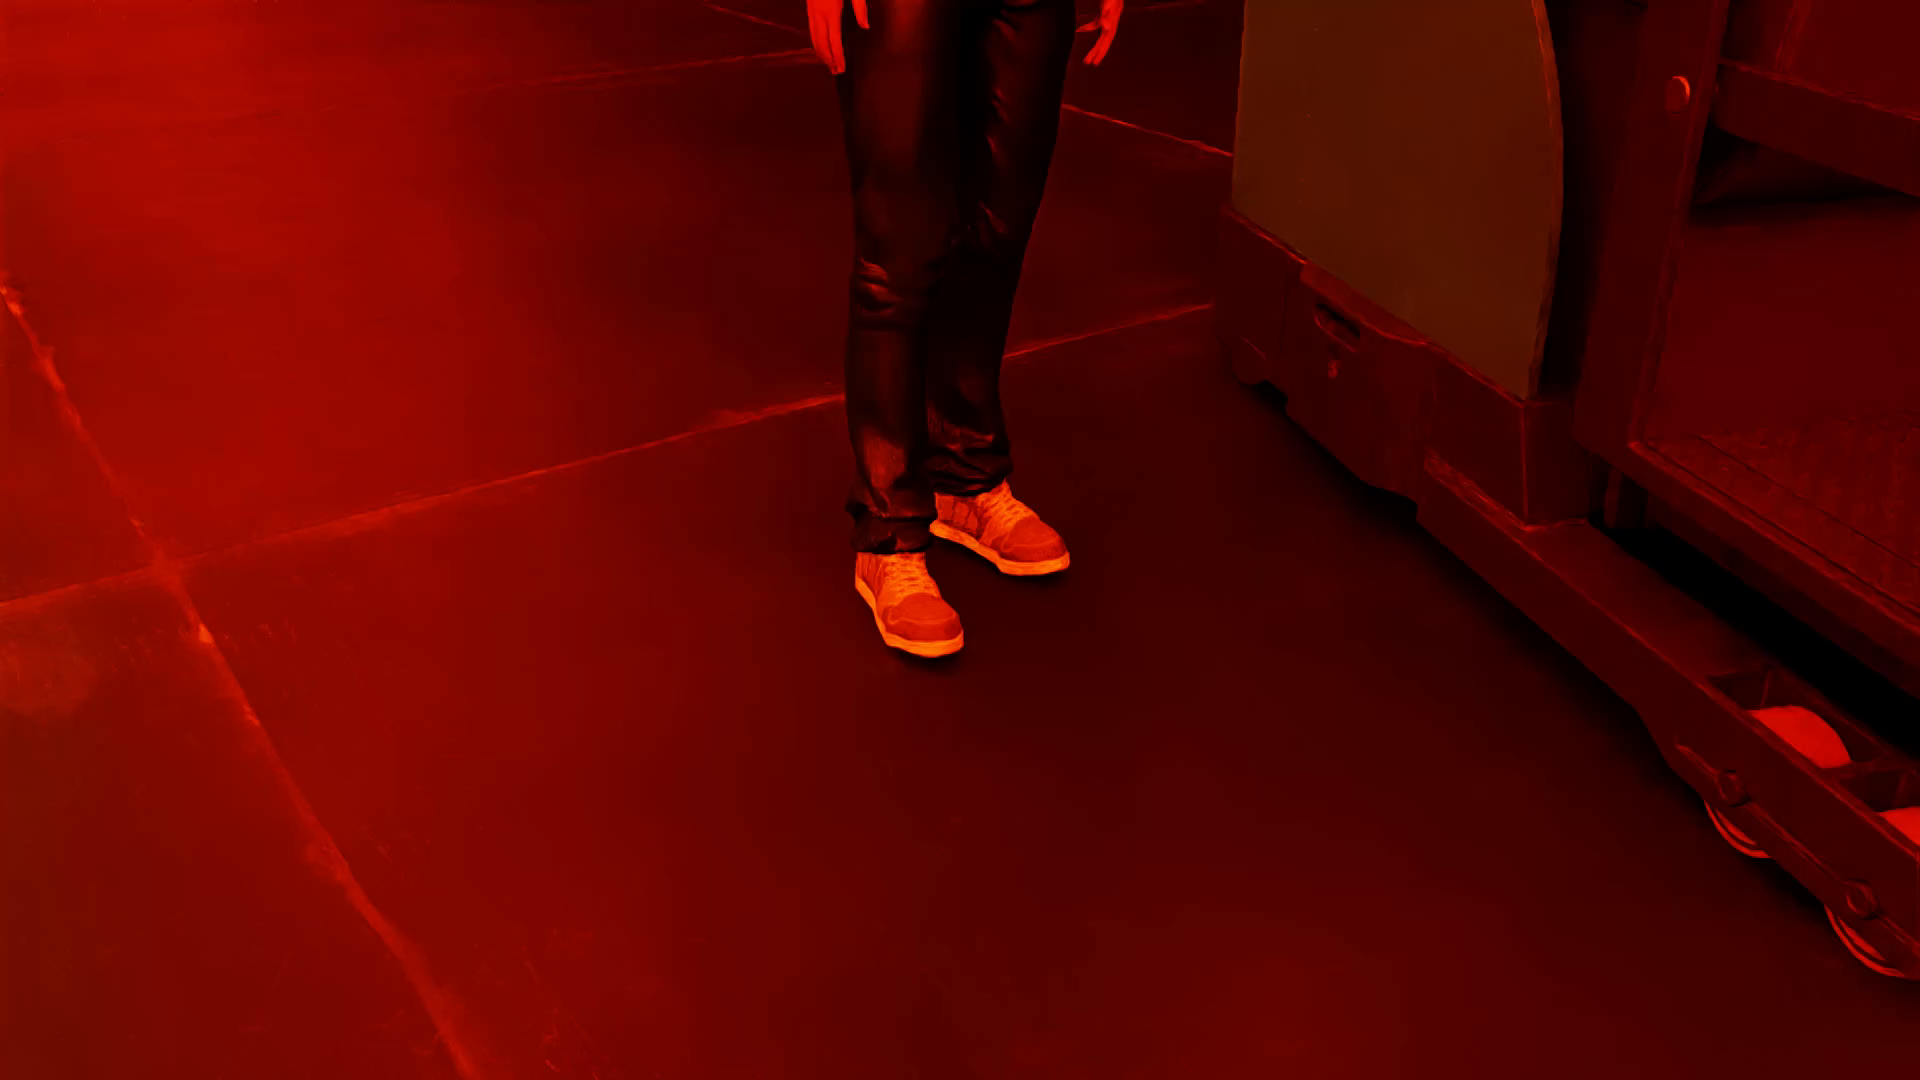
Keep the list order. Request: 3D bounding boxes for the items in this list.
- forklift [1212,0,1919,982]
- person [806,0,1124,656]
[{"bbox_3d":[1.345,-1.074,1.372,1.130,2.935,3.031,-7,27,-13],"label":"forklift"},{"bbox_3d":[0.031,-0.689,2.077,0.520,1.597,0.474,-17,31,-31],"label":"person"}]
